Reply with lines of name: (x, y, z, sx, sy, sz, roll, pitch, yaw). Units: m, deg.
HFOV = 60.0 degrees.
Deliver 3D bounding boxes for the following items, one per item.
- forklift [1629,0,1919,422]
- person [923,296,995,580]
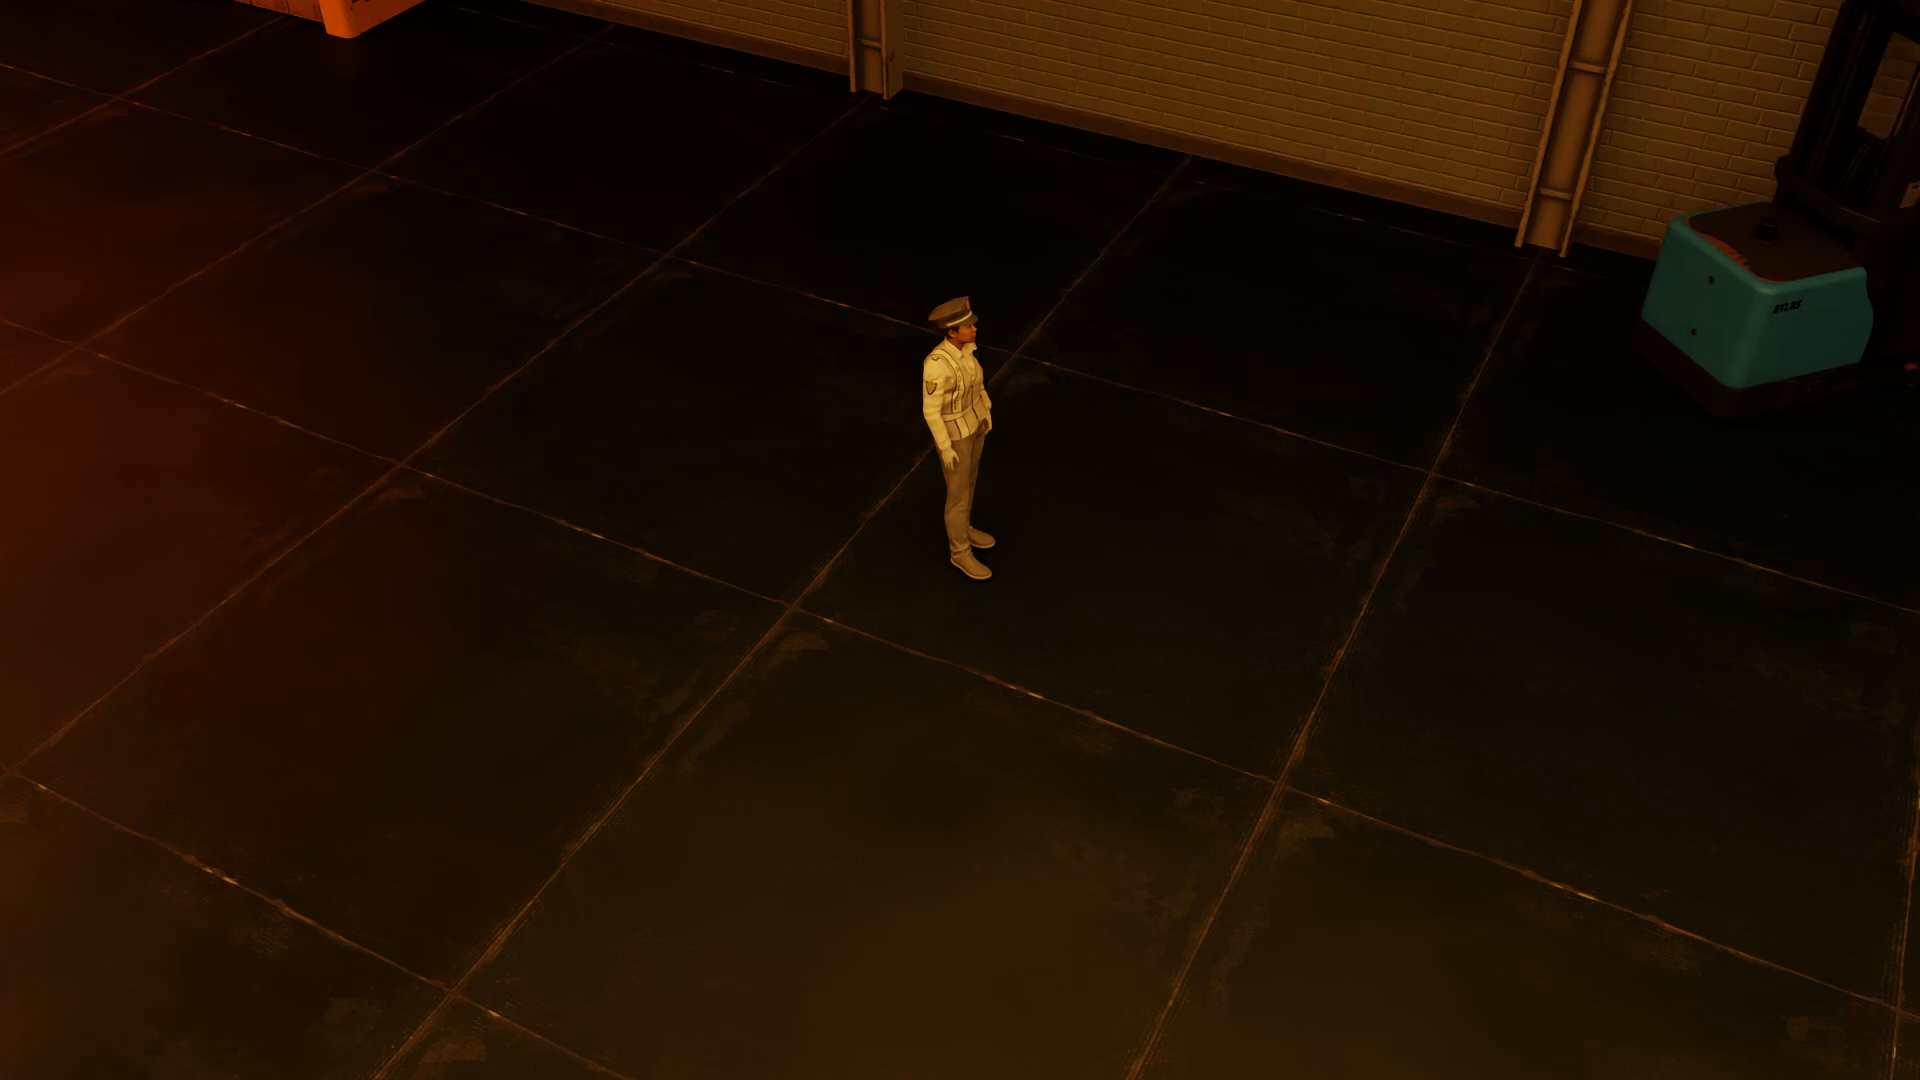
forklift: (6.322, -2.489, 10.942, 3.031, 2.935, 1.130, -13, 42, -15)
person: (0.056, -0.626, 9.679, 0.530, 1.694, 0.577, 18, 43, 21)
